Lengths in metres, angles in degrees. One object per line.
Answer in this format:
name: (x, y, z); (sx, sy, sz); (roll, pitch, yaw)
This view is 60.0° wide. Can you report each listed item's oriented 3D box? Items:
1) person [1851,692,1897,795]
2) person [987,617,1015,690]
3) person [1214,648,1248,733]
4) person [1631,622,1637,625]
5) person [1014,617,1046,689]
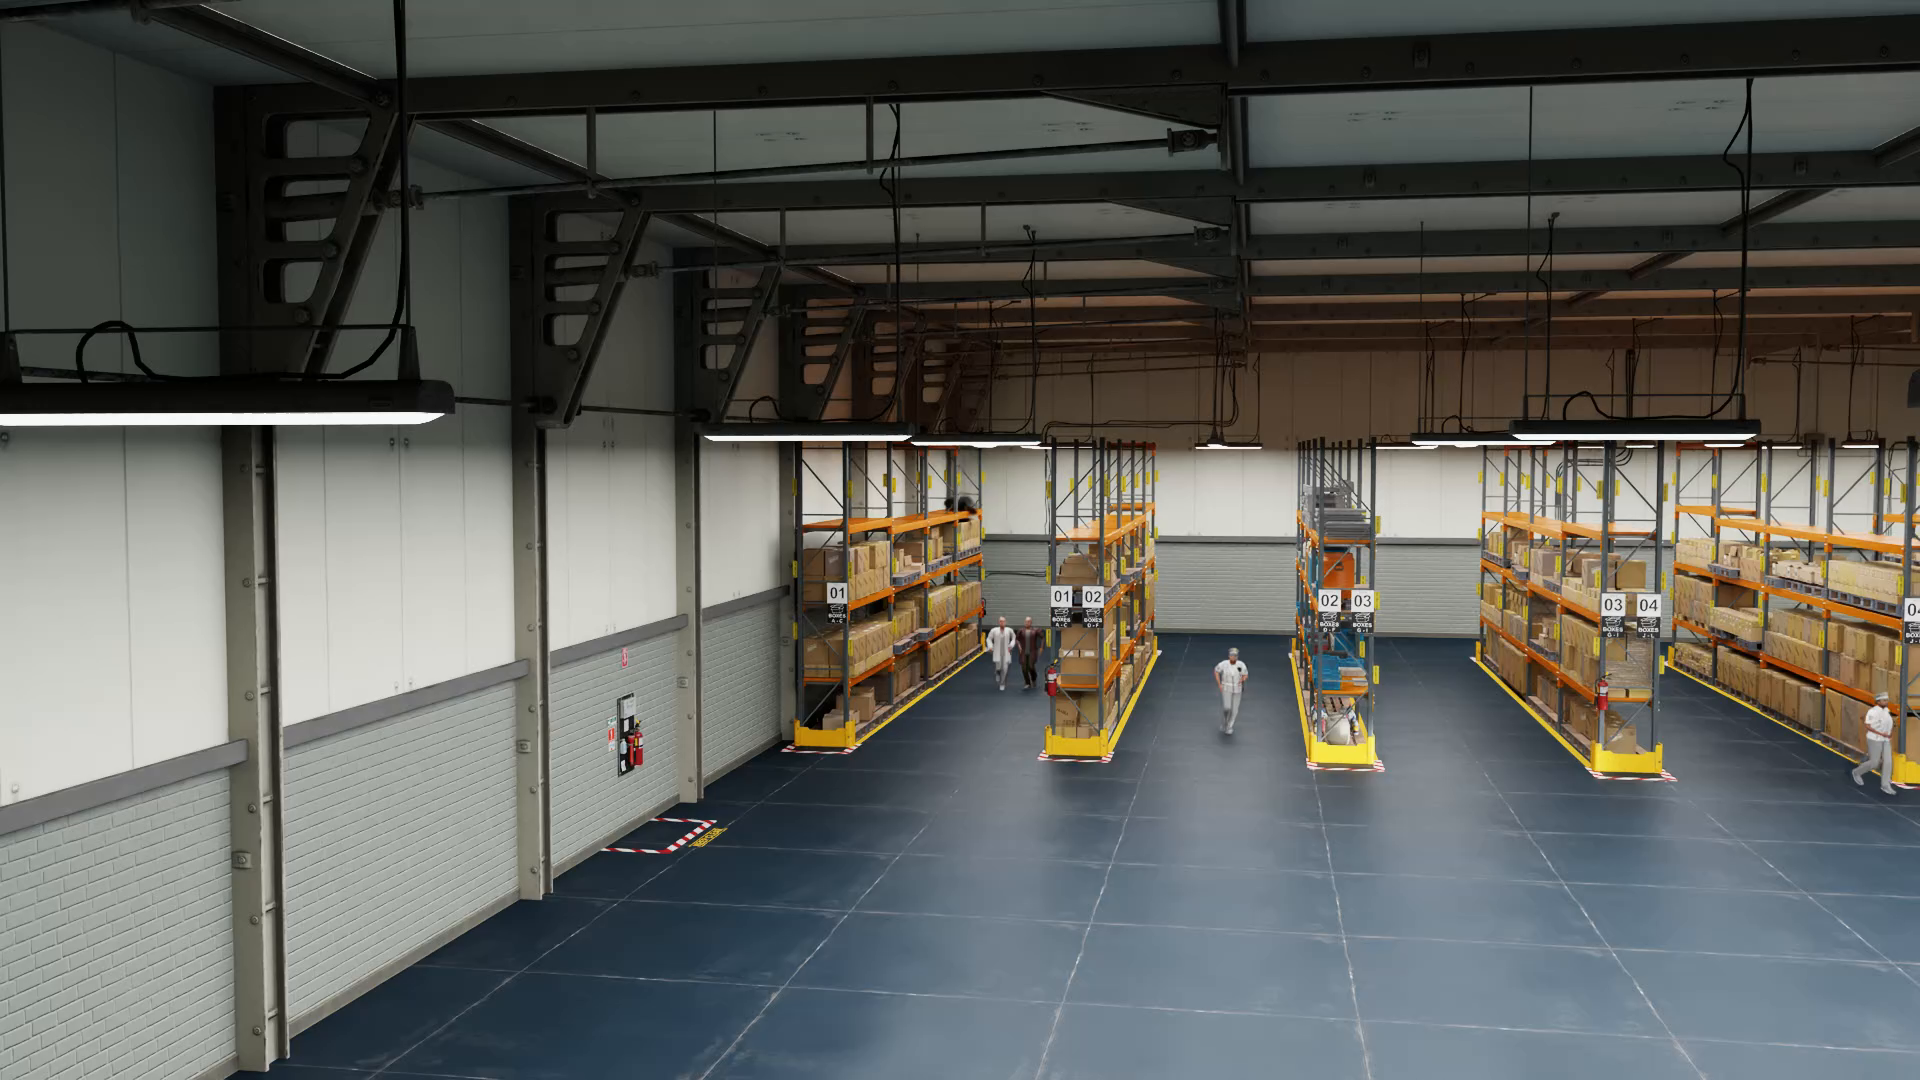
person: (15.510, 3.401, 28.132); (0.587, 1.715, 0.784); (-1, 3, -22)
person: (1.015, 2.744, 40.254); (0.723, 1.747, 0.634); (0, 3, -2)
person: (5.524, 3.054, 33.763); (0.656, 1.744, 0.682); (0, 3, -1)
person: (17.475, 2.602, 42.763); (0.616, 1.720, 0.619); (1, 3, 13)
person: (1.656, 2.732, 39.982); (0.750, 1.742, 0.642); (1, 3, 15)
